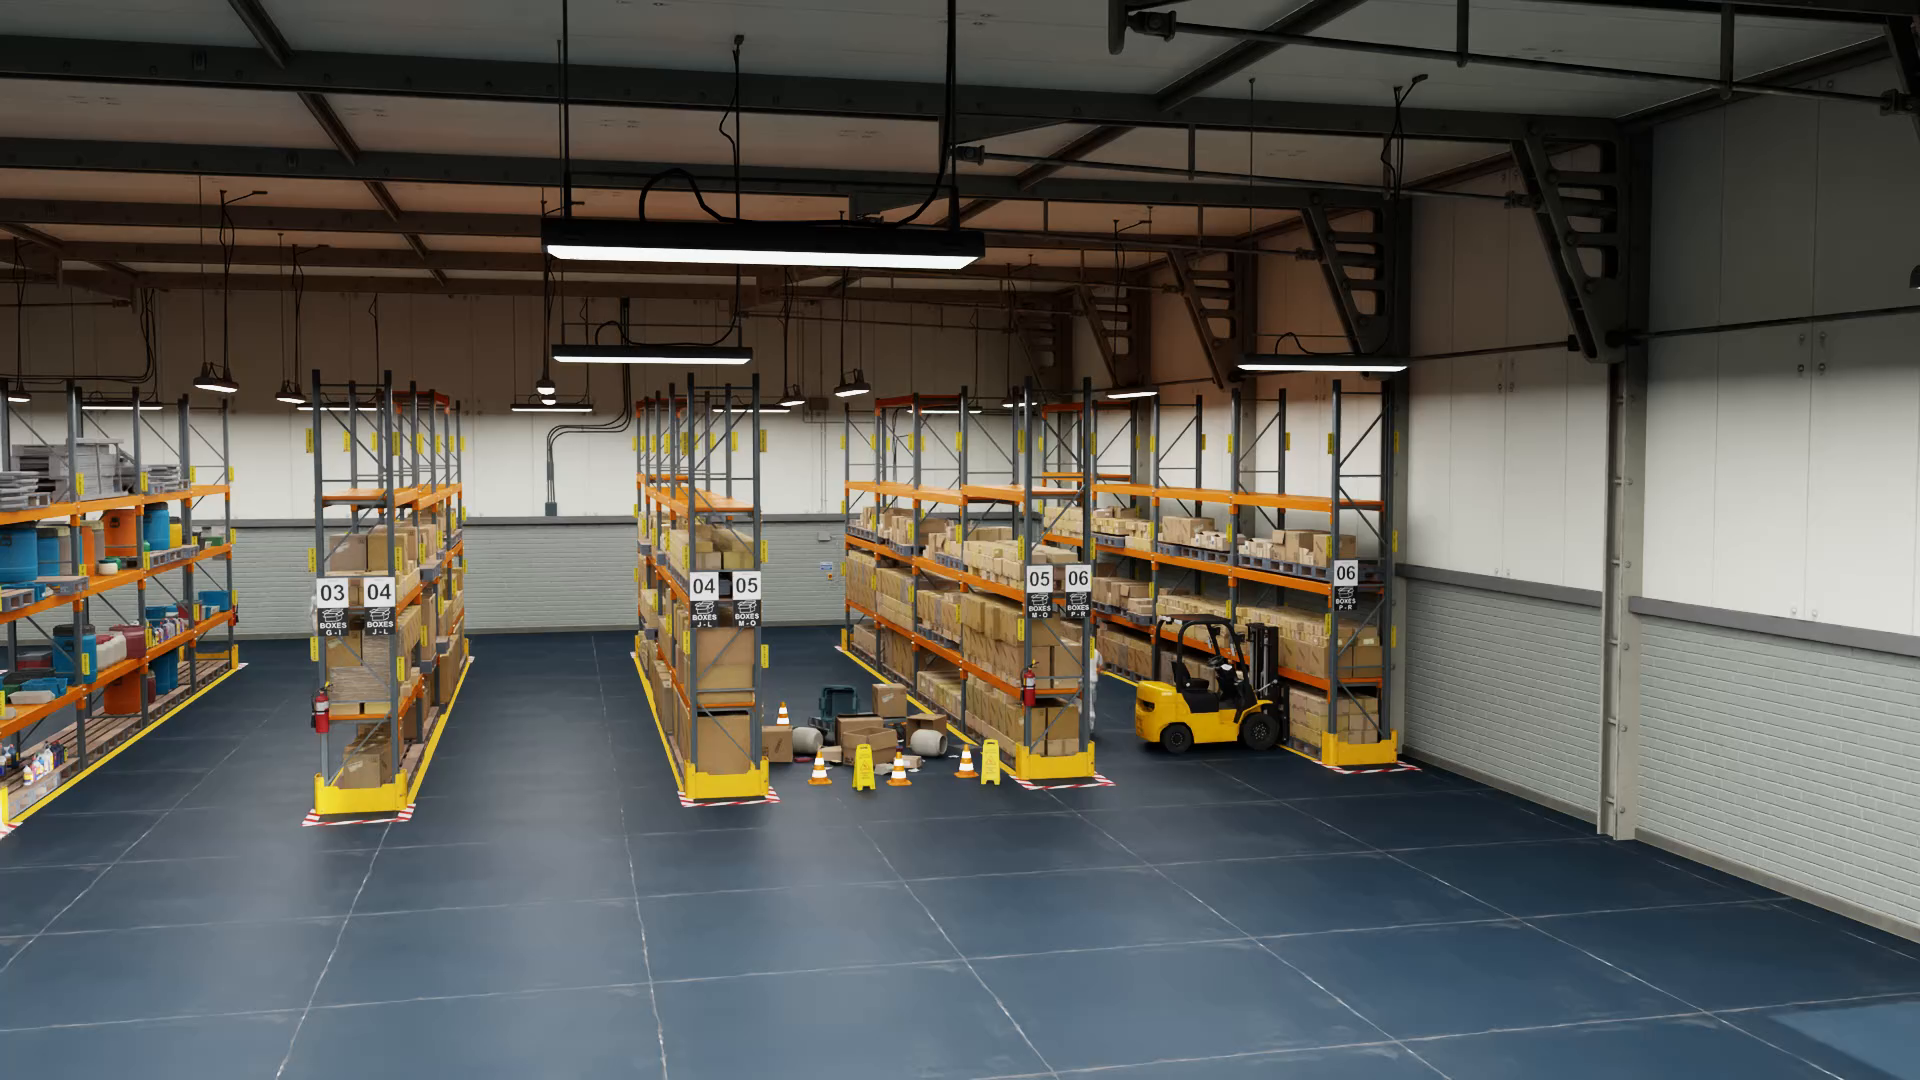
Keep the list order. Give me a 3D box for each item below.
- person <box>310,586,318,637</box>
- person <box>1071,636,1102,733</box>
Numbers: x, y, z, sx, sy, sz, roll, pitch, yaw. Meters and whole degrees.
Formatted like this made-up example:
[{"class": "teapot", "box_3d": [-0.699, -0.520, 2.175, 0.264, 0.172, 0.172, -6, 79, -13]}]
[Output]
[{"class": "person", "box_3d": [-15.545, 1.896, 40.356, 0.412, 1.526, 0.768, -1, 3, -16]}, {"class": "person", "box_3d": [2.188, 2.491, 29.009, 0.656, 1.687, 0.798, -1, 3, -12]}]
